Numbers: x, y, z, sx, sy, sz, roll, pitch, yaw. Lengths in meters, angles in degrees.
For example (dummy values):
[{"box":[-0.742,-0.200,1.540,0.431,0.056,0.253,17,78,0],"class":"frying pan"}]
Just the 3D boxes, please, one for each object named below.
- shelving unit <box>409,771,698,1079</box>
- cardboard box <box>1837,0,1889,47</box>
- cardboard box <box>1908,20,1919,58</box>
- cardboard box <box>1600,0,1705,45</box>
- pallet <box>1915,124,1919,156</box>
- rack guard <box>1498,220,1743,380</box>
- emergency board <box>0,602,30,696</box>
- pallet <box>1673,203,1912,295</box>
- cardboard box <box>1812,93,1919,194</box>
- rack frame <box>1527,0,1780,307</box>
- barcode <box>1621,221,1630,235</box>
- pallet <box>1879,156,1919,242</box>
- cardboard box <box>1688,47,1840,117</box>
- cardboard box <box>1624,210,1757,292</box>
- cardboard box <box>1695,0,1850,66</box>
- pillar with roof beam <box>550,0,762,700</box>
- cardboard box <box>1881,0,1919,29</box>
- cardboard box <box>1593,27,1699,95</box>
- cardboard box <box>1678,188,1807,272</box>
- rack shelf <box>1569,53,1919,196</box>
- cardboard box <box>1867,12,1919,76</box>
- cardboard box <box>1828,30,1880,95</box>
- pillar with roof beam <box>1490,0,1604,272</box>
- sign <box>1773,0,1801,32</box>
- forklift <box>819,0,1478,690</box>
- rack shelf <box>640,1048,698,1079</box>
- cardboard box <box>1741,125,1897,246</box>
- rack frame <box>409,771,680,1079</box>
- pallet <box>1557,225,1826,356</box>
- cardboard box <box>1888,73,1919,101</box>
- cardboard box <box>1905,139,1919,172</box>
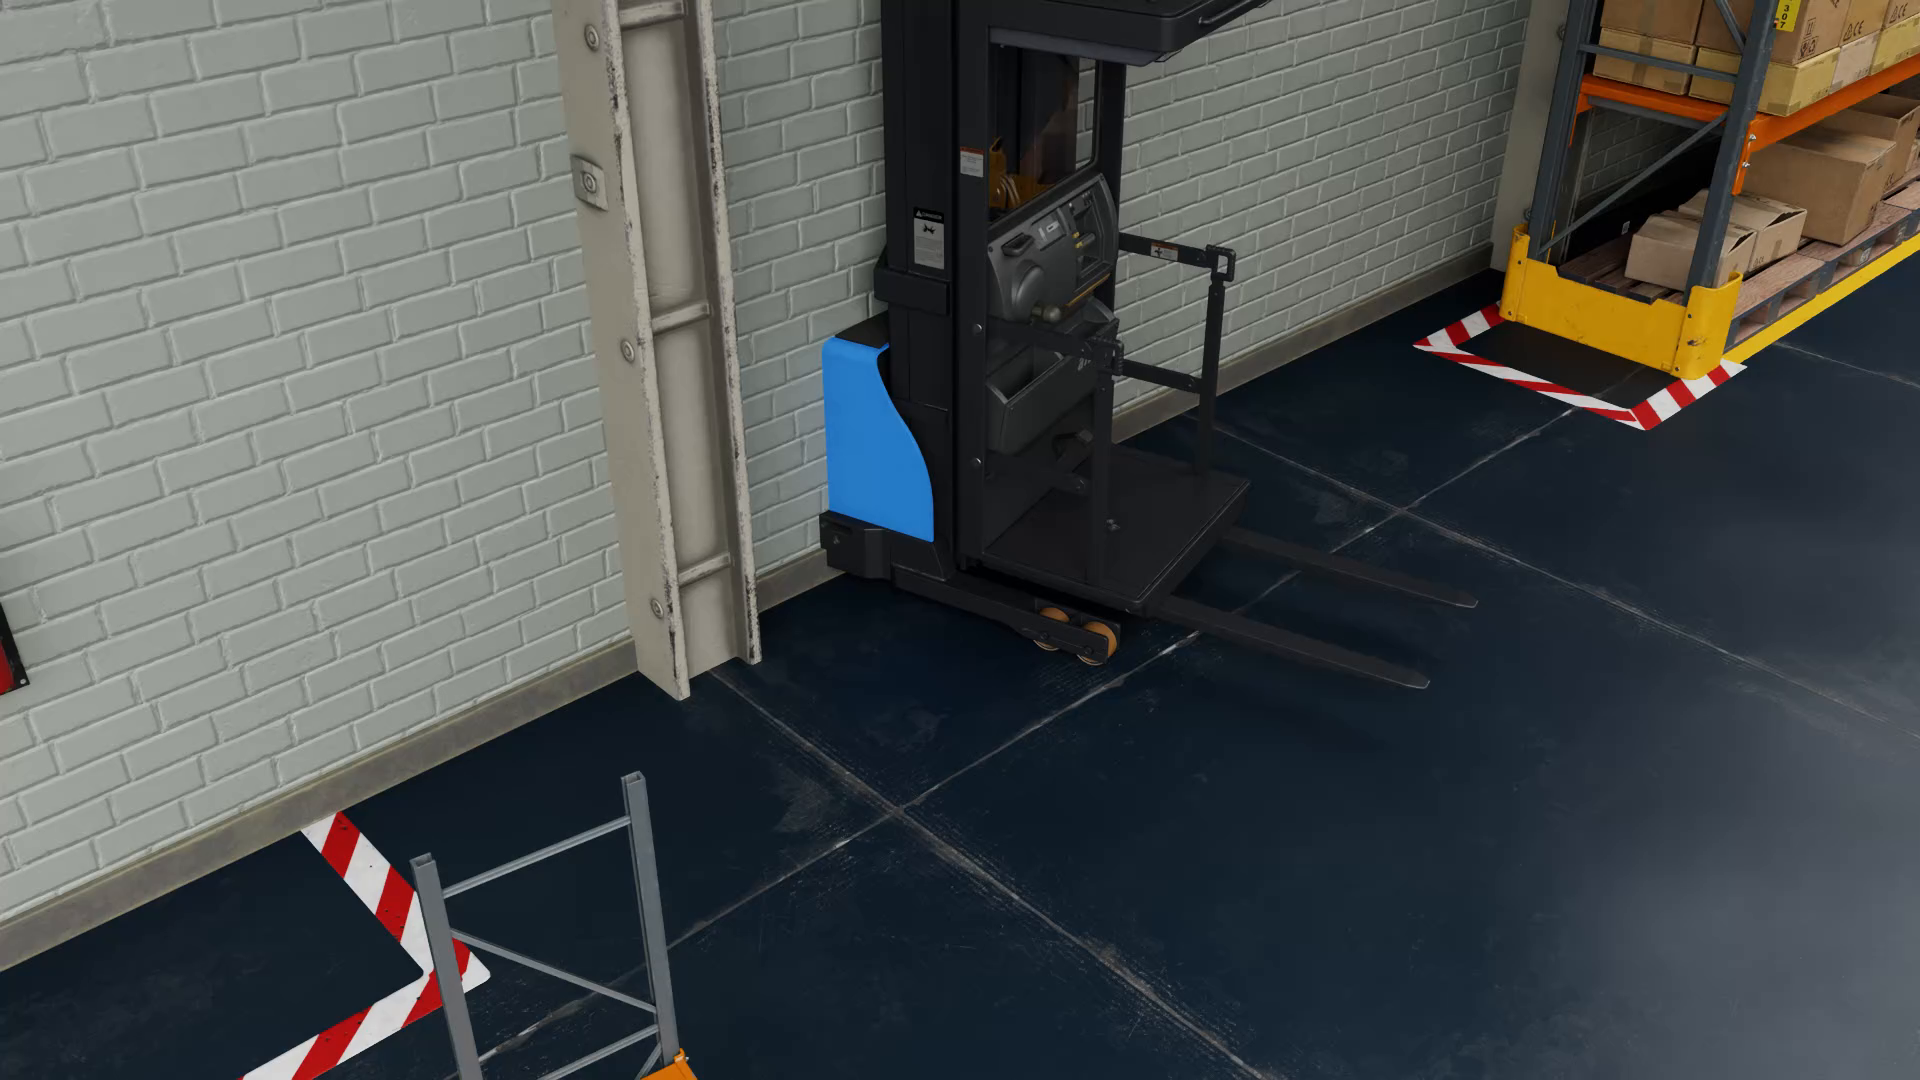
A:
[{"box":[-0.606,1.429,3.475,0.587,1.500,1.083,-19,36,-29],"class":"shelving unit"},{"box":[4.380,-2.842,8.428,0.500,0.500,0.500,-26,40,-35],"class":"cardboard box"},{"box":[5.151,-2.894,9.232,0.500,0.250,0.500,-25,40,-35],"class":"cardboard box"},{"box":[3.658,-2.864,8.465,0.500,0.500,0.500,-26,40,-36],"class":"cardboard box"},{"box":[6.960,-2.857,11.720,1.213,0.211,1.003,-26,40,-35],"class":"pallet"},{"box":[3.513,-1.312,8.916,0.348,0.500,1.175,-26,40,-35],"class":"rack guard"},{"box":[-2.856,0.060,4.277,0.643,1.169,0.194,-26,40,-35],"class":"emergency board"},{"box":[5.027,-1.894,10.145,1.213,0.211,1.003,-26,40,-35],"class":"pallet"},{"box":[5.656,-2.508,10.451,0.500,0.500,0.500,26,40,35],"class":"cardboard box"},{"box":[3.457,-2.351,8.220,0.127,3.000,1.000,-26,40,-35],"class":"rack frame"},{"box":[3.767,-1.766,9.410,0.075,0.075,0.001,-26,40,-35],"class":"barcode"},{"box":[5.922,-2.329,10.856,1.213,0.211,1.003,-26,40,-35],"class":"pallet"},{"box":[4.031,-2.348,8.338,0.500,0.250,0.500,-27,41,-37],"class":"cardboard box"},{"box":[4.025,-1.603,9.152,0.500,0.311,0.500,24,39,34],"class":"cardboard box"},{"box":[4.011,-2.670,8.147,0.500,0.500,0.500,-26,40,-35],"class":"cardboard box"},{"box":[1.909,-1.715,1.429,0.400,9.000,9.100,-26,40,-35],"class":"pillar with roof beam"},{"box":[4.764,-3.023,8.723,0.500,0.500,0.500,-27,41,-37],"class":"cardboard box"},{"box":[3.668,-2.536,8.646,0.500,0.250,0.500,-25,39,-35],"class":"cardboard box"},{"box":[4.443,-1.805,9.482,0.500,0.311,0.500,-22,38,-32],"class":"cardboard box"},{"box":[4.923,-2.754,9.568,4.000,0.370,1.077,-26,40,-35],"class":"rack shelf"},{"box":[4.779,-2.716,8.940,0.500,0.250,0.500,-27,40,-36],"class":"cardboard box"},{"box":[4.402,-2.537,8.649,0.500,0.250,0.500,-27,41,-37],"class":"cardboard box"},{"box":[6.309,-3.843,4.909,0.400,9.000,9.100,-26,40,-35],"class":"pillar with roof beam"},{"box":[3.826,-2.513,7.655,0.005,0.325,0.100,-26,40,-35],"class":"sign"},{"box":[0.539,-1.082,6.210,3.031,2.935,1.130,17,35,26],"class":"forklift"},{"box":[-0.601,1.587,3.562,0.538,0.185,1.000,-19,36,-29],"class":"rack shelf"},{"box":[5.015,-2.127,9.827,0.700,0.500,0.500,26,40,36],"class":"cardboard box"},{"box":[-0.887,1.214,3.827,0.500,1.500,0.032,-19,36,-29],"class":"rack frame"},{"box":[4.132,-1.463,9.441,1.213,0.211,1.003,-26,40,-35],"class":"pallet"},{"box":[6.918,-3.159,11.515,0.500,0.500,0.700,-24,39,-34],"class":"cardboard box"},{"box":[6.018,-2.548,10.836,0.380,0.166,0.250,23,38,33],"class":"cardboard box"}]
